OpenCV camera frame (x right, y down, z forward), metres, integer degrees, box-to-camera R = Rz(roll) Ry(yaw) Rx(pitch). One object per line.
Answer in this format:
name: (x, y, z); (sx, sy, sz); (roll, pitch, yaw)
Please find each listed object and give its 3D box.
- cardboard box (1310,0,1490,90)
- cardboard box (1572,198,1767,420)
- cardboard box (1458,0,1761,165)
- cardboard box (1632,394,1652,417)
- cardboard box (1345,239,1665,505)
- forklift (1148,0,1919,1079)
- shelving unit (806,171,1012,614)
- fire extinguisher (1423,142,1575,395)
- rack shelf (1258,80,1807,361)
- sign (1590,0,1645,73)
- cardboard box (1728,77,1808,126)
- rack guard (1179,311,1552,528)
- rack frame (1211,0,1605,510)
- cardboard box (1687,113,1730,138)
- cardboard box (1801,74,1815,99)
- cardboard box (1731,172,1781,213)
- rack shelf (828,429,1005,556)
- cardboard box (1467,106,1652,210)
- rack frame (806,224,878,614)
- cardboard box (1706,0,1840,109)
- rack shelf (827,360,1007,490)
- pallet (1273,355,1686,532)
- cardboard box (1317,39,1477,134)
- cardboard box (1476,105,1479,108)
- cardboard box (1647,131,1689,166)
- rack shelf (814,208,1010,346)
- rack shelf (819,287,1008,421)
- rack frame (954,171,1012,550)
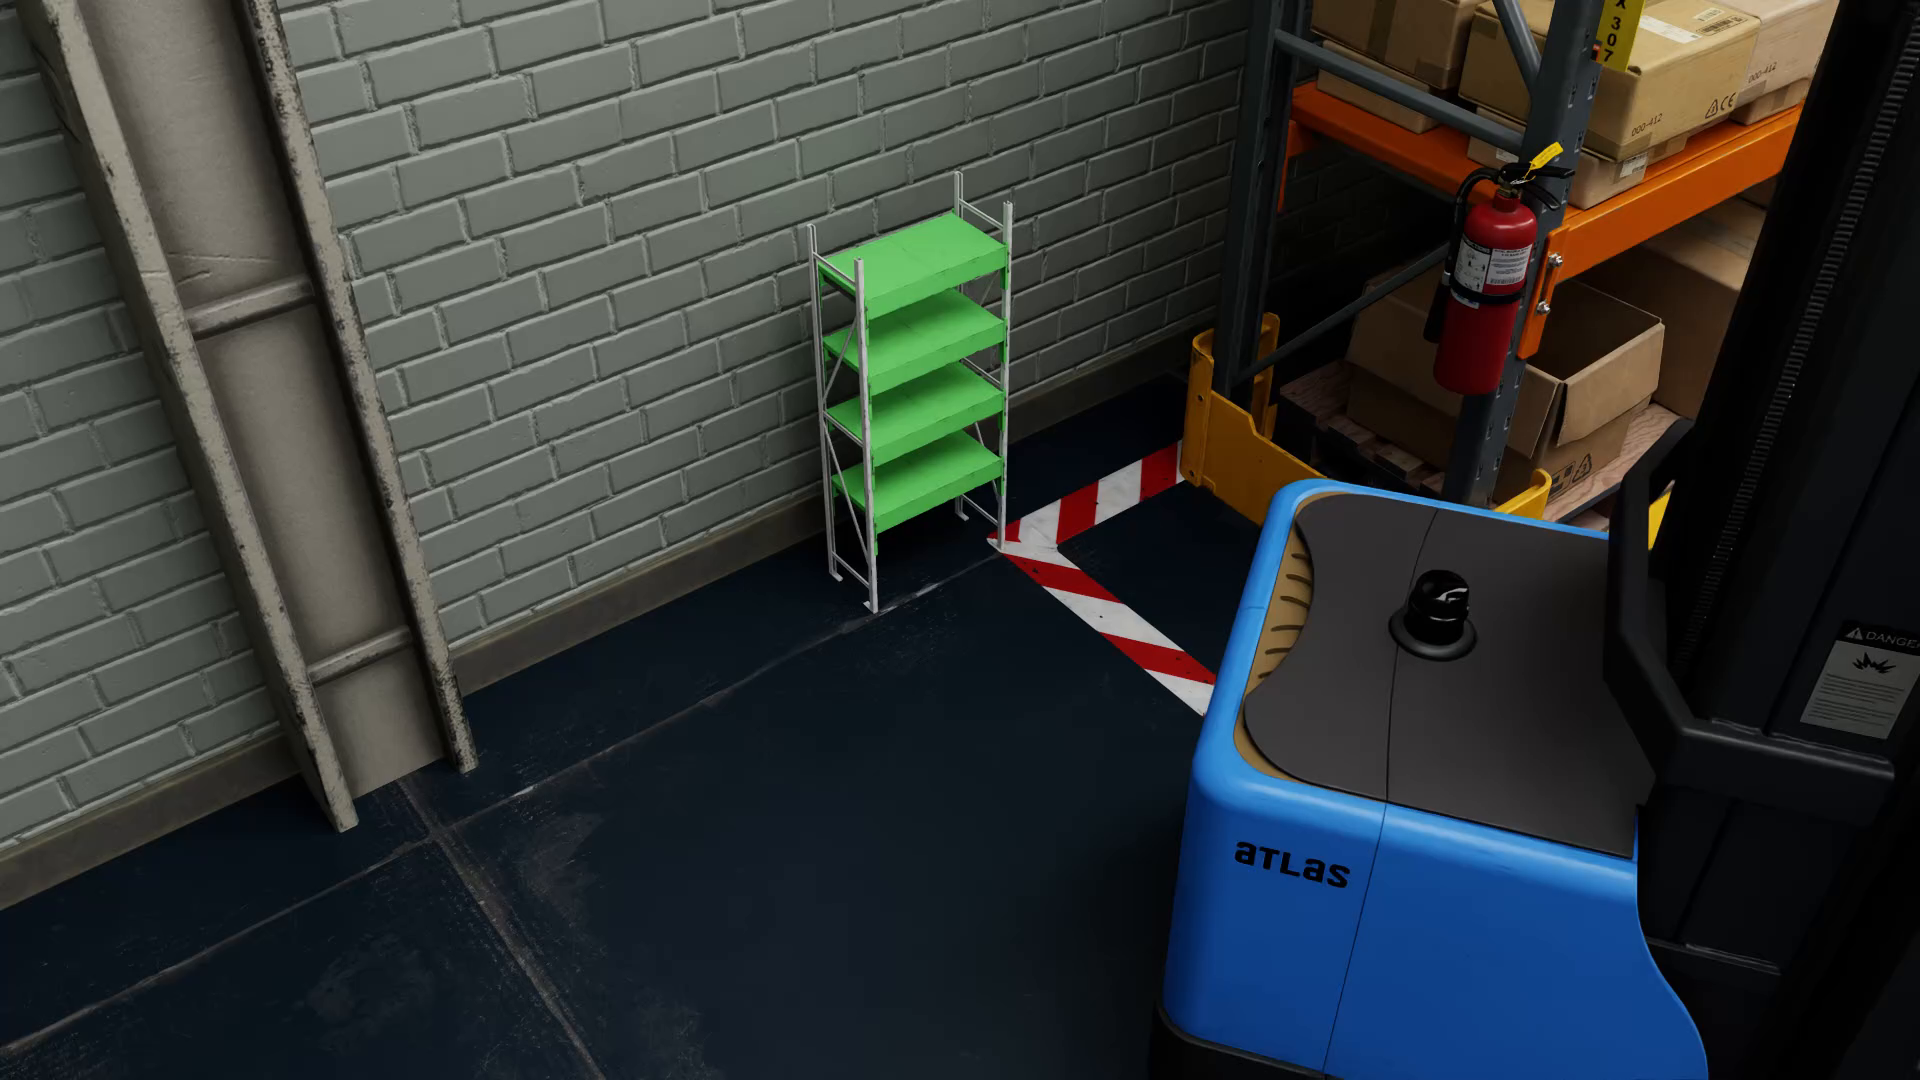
cardboard box: (1.338, -1.508, 4.607); (0.500, 0.250, 0.500); (-25, 45, -27)
cardboard box: (2.380, -0.835, 5.543); (0.500, 0.500, 0.700); (-24, 45, -26)
cardboard box: (1.659, -1.236, 4.276); (0.500, 0.250, 0.500); (-26, 46, -28)
cardboard box: (2.039, -0.533, 5.451); (0.250, 0.149, 0.380); (-28, 47, -30)
cardboard box: (1.678, -0.525, 5.163); (0.637, 0.503, 0.797); (-28, 47, -30)
forklift: (1.993, 0.125, 2.787); (3.031, 2.935, 1.130); (12, 41, 14)
shelving unit: (-0.131, -0.400, 4.791); (0.503, 1.200, 0.258); (-26, 46, -28)
fire extinguisher: (1.300, -0.676, 4.064); (0.183, 0.674, 0.296); (-26, 46, -28)
rack shelf: (2.721, -1.634, 5.444); (4.000, 0.370, 1.077); (-26, 46, -28)
sign: (1.466, -1.201, 3.667); (0.005, 0.325, 0.100); (-26, 46, -28)
cardboard box: (2.162, -1.339, 4.715); (0.250, 0.149, 0.380); (-25, 45, -27)
rack guard: (1.196, -0.202, 5.103); (0.348, 0.500, 1.175); (-26, 46, -28)
rack frame: (1.135, -1.139, 4.274); (0.127, 3.000, 1.000); (-26, 46, -28)
cardboard box: (1.924, -1.272, 4.634); (0.250, 0.149, 0.380); (-27, 46, -29)
cardboard box: (2.369, -1.444, 4.844); (0.250, 0.149, 0.380); (-25, 46, -27)
cardboard box: (2.860, -0.989, 5.730); (0.500, 0.500, 0.500); (-25, 46, -27)
rack shelf: (-0.131, -0.165, 4.984); (0.480, 0.148, 0.258); (-26, 46, -28)
cardboard box: (1.563, -1.031, 4.340); (0.250, 0.149, 0.380); (-26, 46, -28)
rack frame: (-0.325, -0.306, 4.676); (0.015, 1.200, 0.240); (-26, 46, -28)
cardboard box: (2.059, -1.431, 4.513); (0.500, 0.250, 0.500); (-25, 46, -28)
rack shelf: (-0.131, -0.351, 4.832); (0.480, 0.148, 0.258); (-26, 46, -28)
pallet: (1.827, -0.399, 5.570); (1.213, 0.211, 1.003); (-26, 46, -28)
cardboard box: (1.235, -1.305, 4.674); (0.250, 0.149, 0.380); (-27, 46, -29)
cardboard box: (1.473, -1.373, 4.756); (0.250, 0.149, 0.380); (-25, 45, -27)
cardboard box: (1.737, -1.153, 4.489); (0.250, 0.149, 0.380); (-25, 45, -27)
rack shelf: (-0.131, -0.722, 4.527); (0.480, 0.148, 0.258); (-26, 46, -28)
rack shelf: (-0.131, -0.536, 4.680); (0.480, 0.148, 0.258); (-26, 46, -28)
rack frame: (0.062, -0.494, 4.906); (0.015, 1.200, 0.240); (-26, 46, -28)
